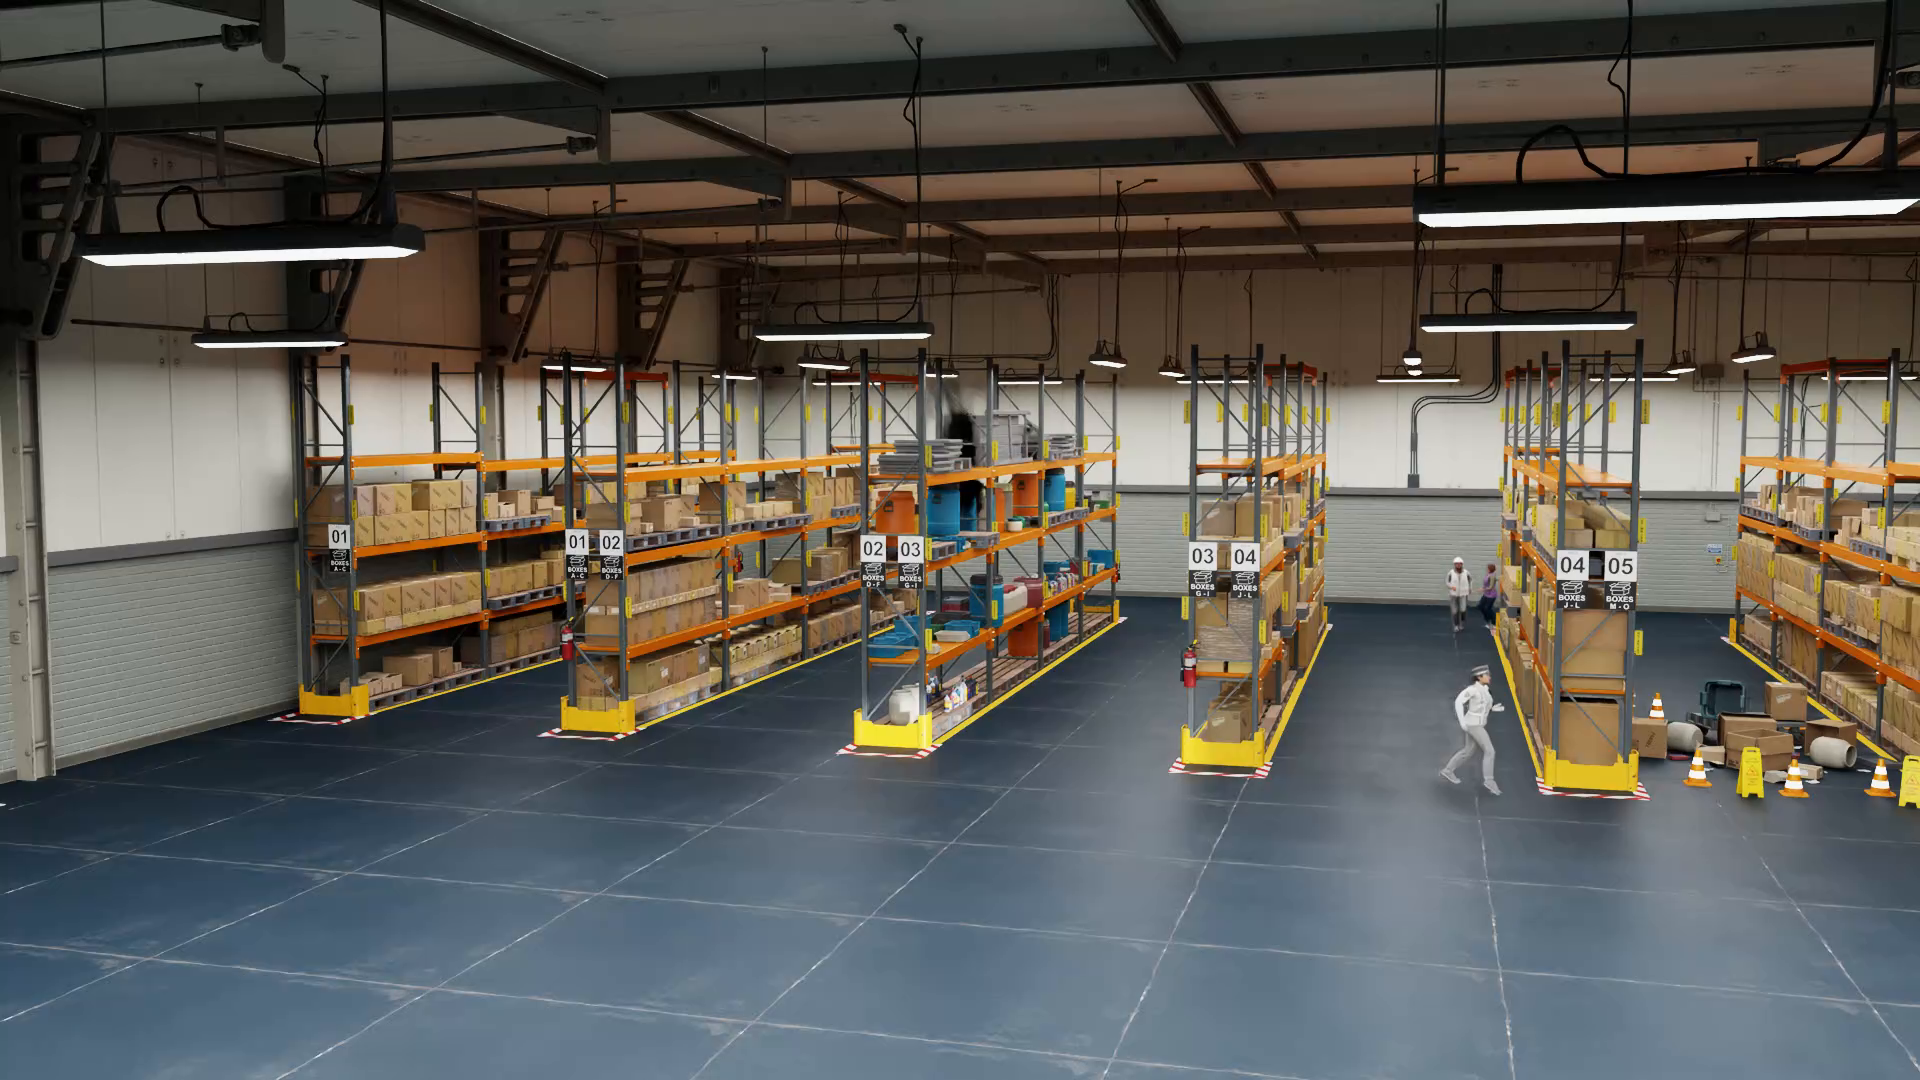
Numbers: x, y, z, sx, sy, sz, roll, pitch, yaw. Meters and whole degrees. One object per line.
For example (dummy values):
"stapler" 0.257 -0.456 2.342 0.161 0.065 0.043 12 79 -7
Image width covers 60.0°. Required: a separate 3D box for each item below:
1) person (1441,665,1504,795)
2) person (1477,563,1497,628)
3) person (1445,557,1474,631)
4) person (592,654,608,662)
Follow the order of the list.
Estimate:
"person" 6.864 2.508 22.228 0.851 1.728 0.643 2 5 29
"person" 12.362 1.307 38.848 0.573 1.557 0.572 0 4 0
"person" 11.480 1.257 38.244 0.634 1.728 0.719 1 4 16
"person" -6.725 1.818 31.440 0.562 1.655 0.589 0 4 5
